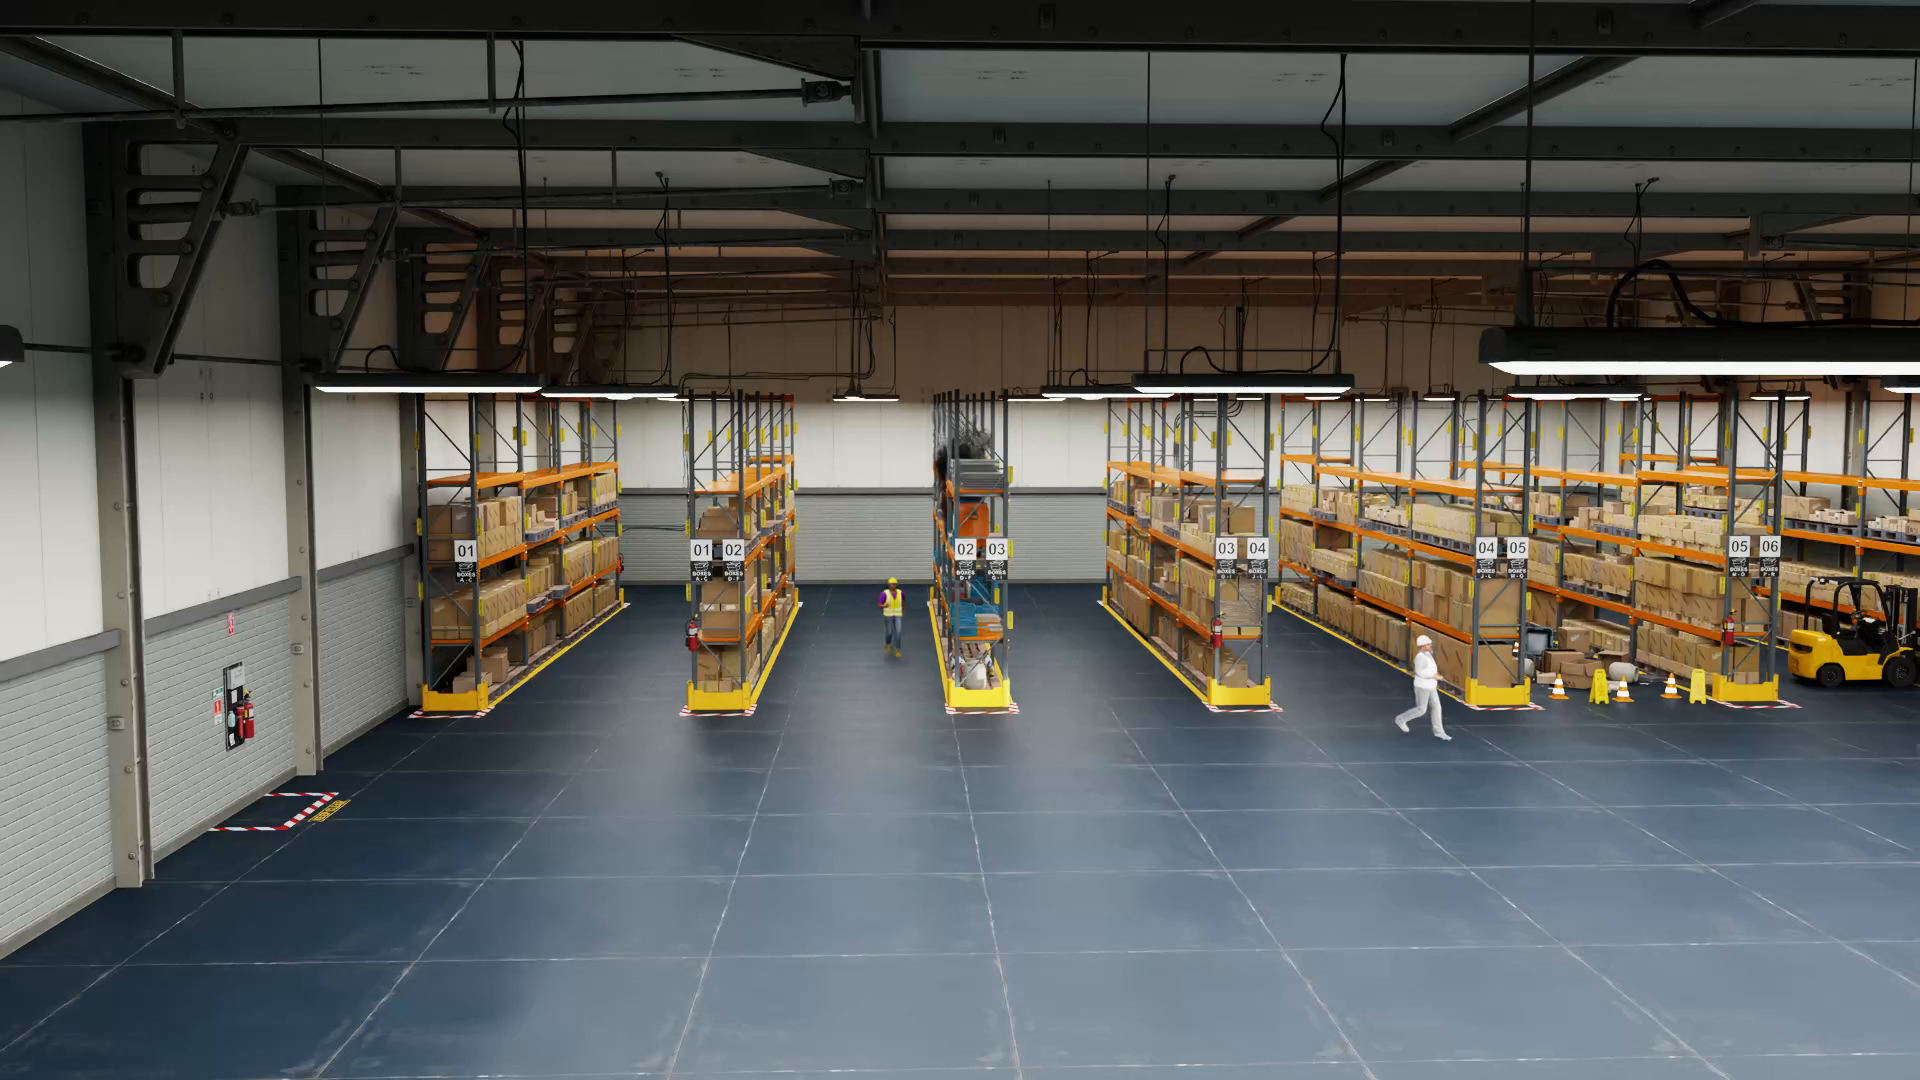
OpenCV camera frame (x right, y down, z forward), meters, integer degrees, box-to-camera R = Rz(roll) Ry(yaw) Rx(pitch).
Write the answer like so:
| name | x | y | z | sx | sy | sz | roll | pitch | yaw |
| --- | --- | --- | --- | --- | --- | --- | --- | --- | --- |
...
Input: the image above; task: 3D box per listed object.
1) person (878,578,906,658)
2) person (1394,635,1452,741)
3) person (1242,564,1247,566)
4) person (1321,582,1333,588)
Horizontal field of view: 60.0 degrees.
| name | x | y | z | sx | sy | sz | roll | pitch | yaw |
| --- | --- | --- | --- | --- | --- | --- | --- | --- | --- |
| person | -1.518 | 1.736 | 37.673 | 0.701 | 1.765 | 0.917 | -1 | 5 | -13 |
| person | 7.947 | 2.517 | 28.469 | 0.963 | 1.778 | 0.673 | 3 | 6 | 33 |
| person | 7.858 | 1.008 | 47.284 | 0.728 | 1.718 | 0.836 | 3 | 6 | 34 |
| person | 10.697 | 1.073 | 48.489 | 0.631 | 1.469 | 0.638 | 5 | 7 | 44 |
